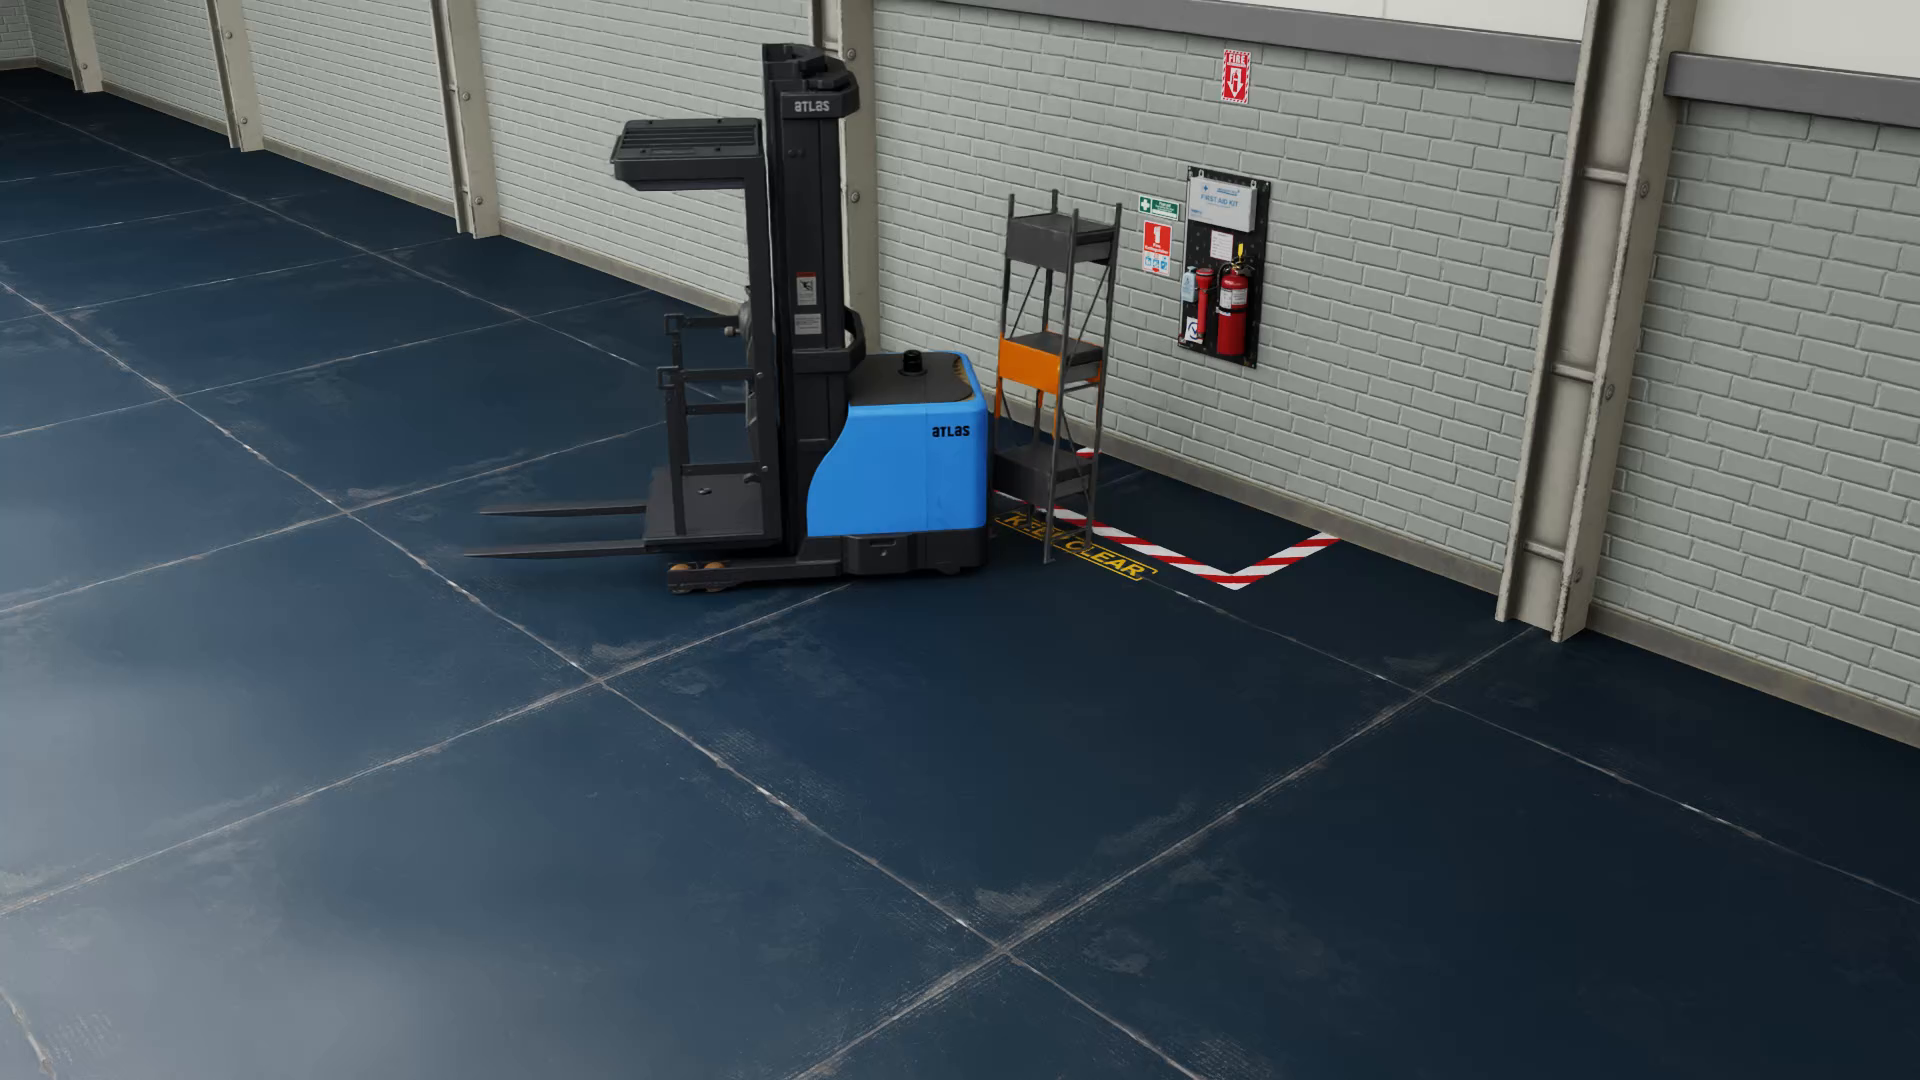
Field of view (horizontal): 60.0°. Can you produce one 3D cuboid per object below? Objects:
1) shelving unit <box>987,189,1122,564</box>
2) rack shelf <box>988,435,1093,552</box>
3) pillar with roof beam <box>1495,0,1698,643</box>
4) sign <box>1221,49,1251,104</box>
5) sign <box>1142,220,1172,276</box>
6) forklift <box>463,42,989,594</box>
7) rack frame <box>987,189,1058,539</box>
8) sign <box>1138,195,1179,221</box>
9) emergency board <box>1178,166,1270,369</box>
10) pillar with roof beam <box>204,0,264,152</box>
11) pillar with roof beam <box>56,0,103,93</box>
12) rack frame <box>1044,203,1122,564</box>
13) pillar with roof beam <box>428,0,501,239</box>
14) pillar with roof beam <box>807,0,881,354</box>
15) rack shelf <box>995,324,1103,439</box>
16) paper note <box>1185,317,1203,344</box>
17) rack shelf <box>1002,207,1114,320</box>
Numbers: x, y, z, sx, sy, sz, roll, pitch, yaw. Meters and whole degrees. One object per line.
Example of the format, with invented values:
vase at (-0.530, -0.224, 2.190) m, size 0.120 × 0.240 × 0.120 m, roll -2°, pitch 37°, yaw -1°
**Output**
shelving unit at (0.534, -0.951, 9.767) m, size 0.431 × 2.100 × 0.503 m, roll -17°, pitch 29°, yaw -42°
rack shelf at (0.493, -0.287, 10.026) m, size 0.431 × 0.518 × 0.480 m, roll -17°, pitch 29°, yaw -42°
pillar with roof beam at (0.089, -2.417, 4.705) m, size 9.100 × 9.000 × 0.400 m, roll -21°, pitch 32°, yaw -38°
sign at (1.638, -2.753, 9.879) m, size 0.001 × 0.298 × 0.199 m, roll -21°, pitch 32°, yaw -38°
sign at (1.268, -1.881, 10.716) m, size 0.001 × 0.329 × 0.234 m, roll -21°, pitch 32°, yaw -38°
forklift at (-1.385, -1.257, 9.475) m, size 3.031 × 2.935 × 1.130 m, roll -3°, pitch 25°, yaw -6°
rack frame at (0.363, -1.024, 9.925) m, size 0.400 × 2.100 × 0.015 m, roll -17°, pitch 29°, yaw -42°
sign at (1.265, -2.118, 10.598) m, size 0.001 × 0.109 × 0.331 m, roll -21°, pitch 32°, yaw -38°
emergency board at (1.571, -1.668, 10.292) m, size 0.194 × 1.169 × 0.643 m, roll -21°, pitch 32°, yaw -38°
pillar with roof beam at (-12.213, -7.870, 16.659) m, size 9.100 × 9.000 × 0.400 m, roll -21°, pitch 32°, yaw -38°
pillar with roof beam at (-16.314, -9.688, 20.644) m, size 9.100 × 9.000 × 0.400 m, roll -21°, pitch 32°, yaw -38°
rack frame at (0.705, -0.878, 9.608) m, size 0.400 × 2.100 × 0.015 m, roll -17°, pitch 29°, yaw -42°
pillar with roof beam at (-8.113, -6.052, 12.675) m, size 9.100 × 9.000 × 0.400 m, roll -21°, pitch 32°, yaw -38°
pillar with roof beam at (-4.012, -4.234, 8.690) m, size 9.100 × 9.000 × 0.400 m, roll -21°, pitch 32°, yaw -38°
rack shelf at (0.533, -0.938, 9.772) m, size 0.431 × 0.518 × 0.480 m, roll -17°, pitch 29°, yaw -42°
paper note at (1.500, -1.340, 10.636) m, size 0.016 × 0.148 × 0.142 m, roll -21°, pitch 32°, yaw -38°
rack shelf at (0.574, -1.589, 9.517) m, size 0.431 × 0.518 × 0.480 m, roll -17°, pitch 29°, yaw -42°
